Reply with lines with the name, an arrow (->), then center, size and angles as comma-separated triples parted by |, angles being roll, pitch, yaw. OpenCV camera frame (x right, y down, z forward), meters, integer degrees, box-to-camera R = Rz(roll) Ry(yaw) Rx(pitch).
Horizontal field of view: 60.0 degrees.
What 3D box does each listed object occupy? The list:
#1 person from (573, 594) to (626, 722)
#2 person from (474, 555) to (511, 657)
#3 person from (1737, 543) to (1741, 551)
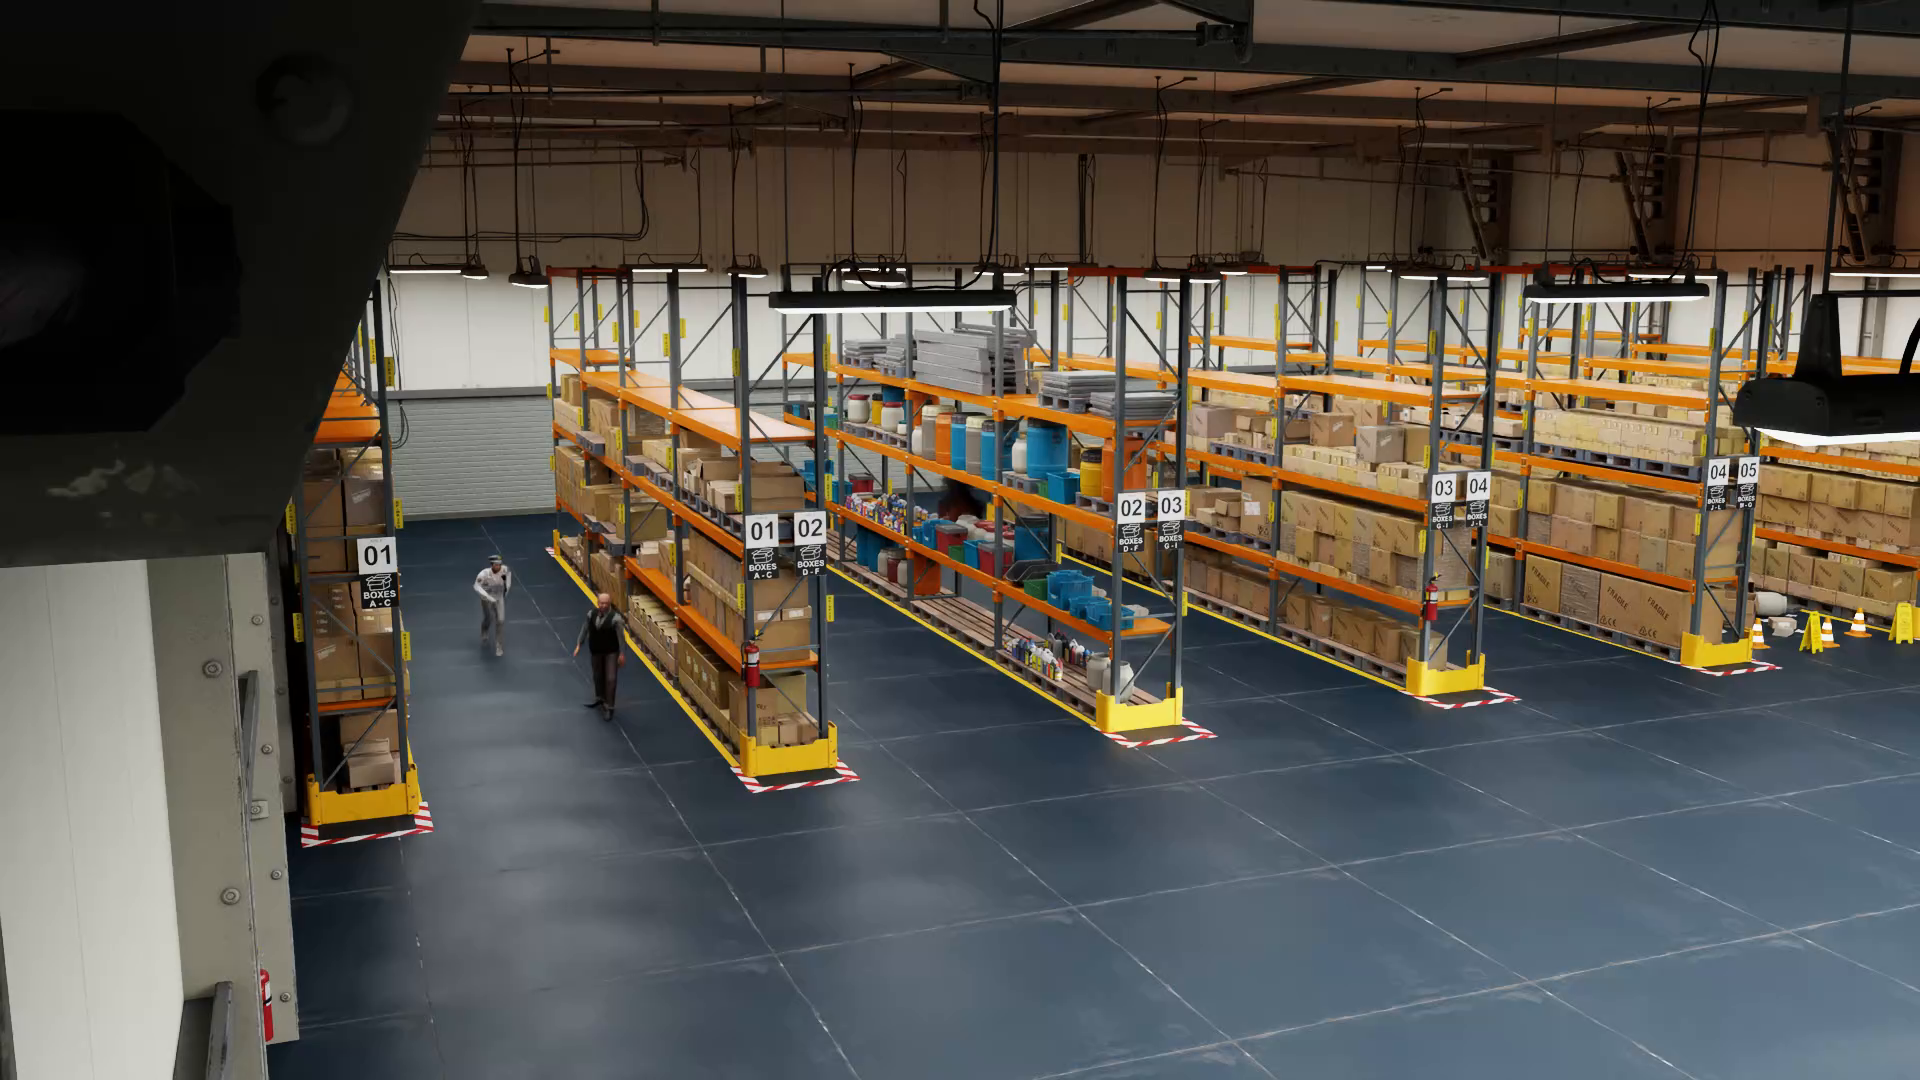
person -> -4.934, 1.562, 22.830 | 0.713, 1.713, 0.762 | 2, 10, 12
person -> -7.468, 0.987, 26.511 | 0.645, 1.628, 0.982 | -7, 12, -34
person -> 15.858, -0.532, 34.605 | 0.698, 1.748, 0.931 | -5, 11, -26
